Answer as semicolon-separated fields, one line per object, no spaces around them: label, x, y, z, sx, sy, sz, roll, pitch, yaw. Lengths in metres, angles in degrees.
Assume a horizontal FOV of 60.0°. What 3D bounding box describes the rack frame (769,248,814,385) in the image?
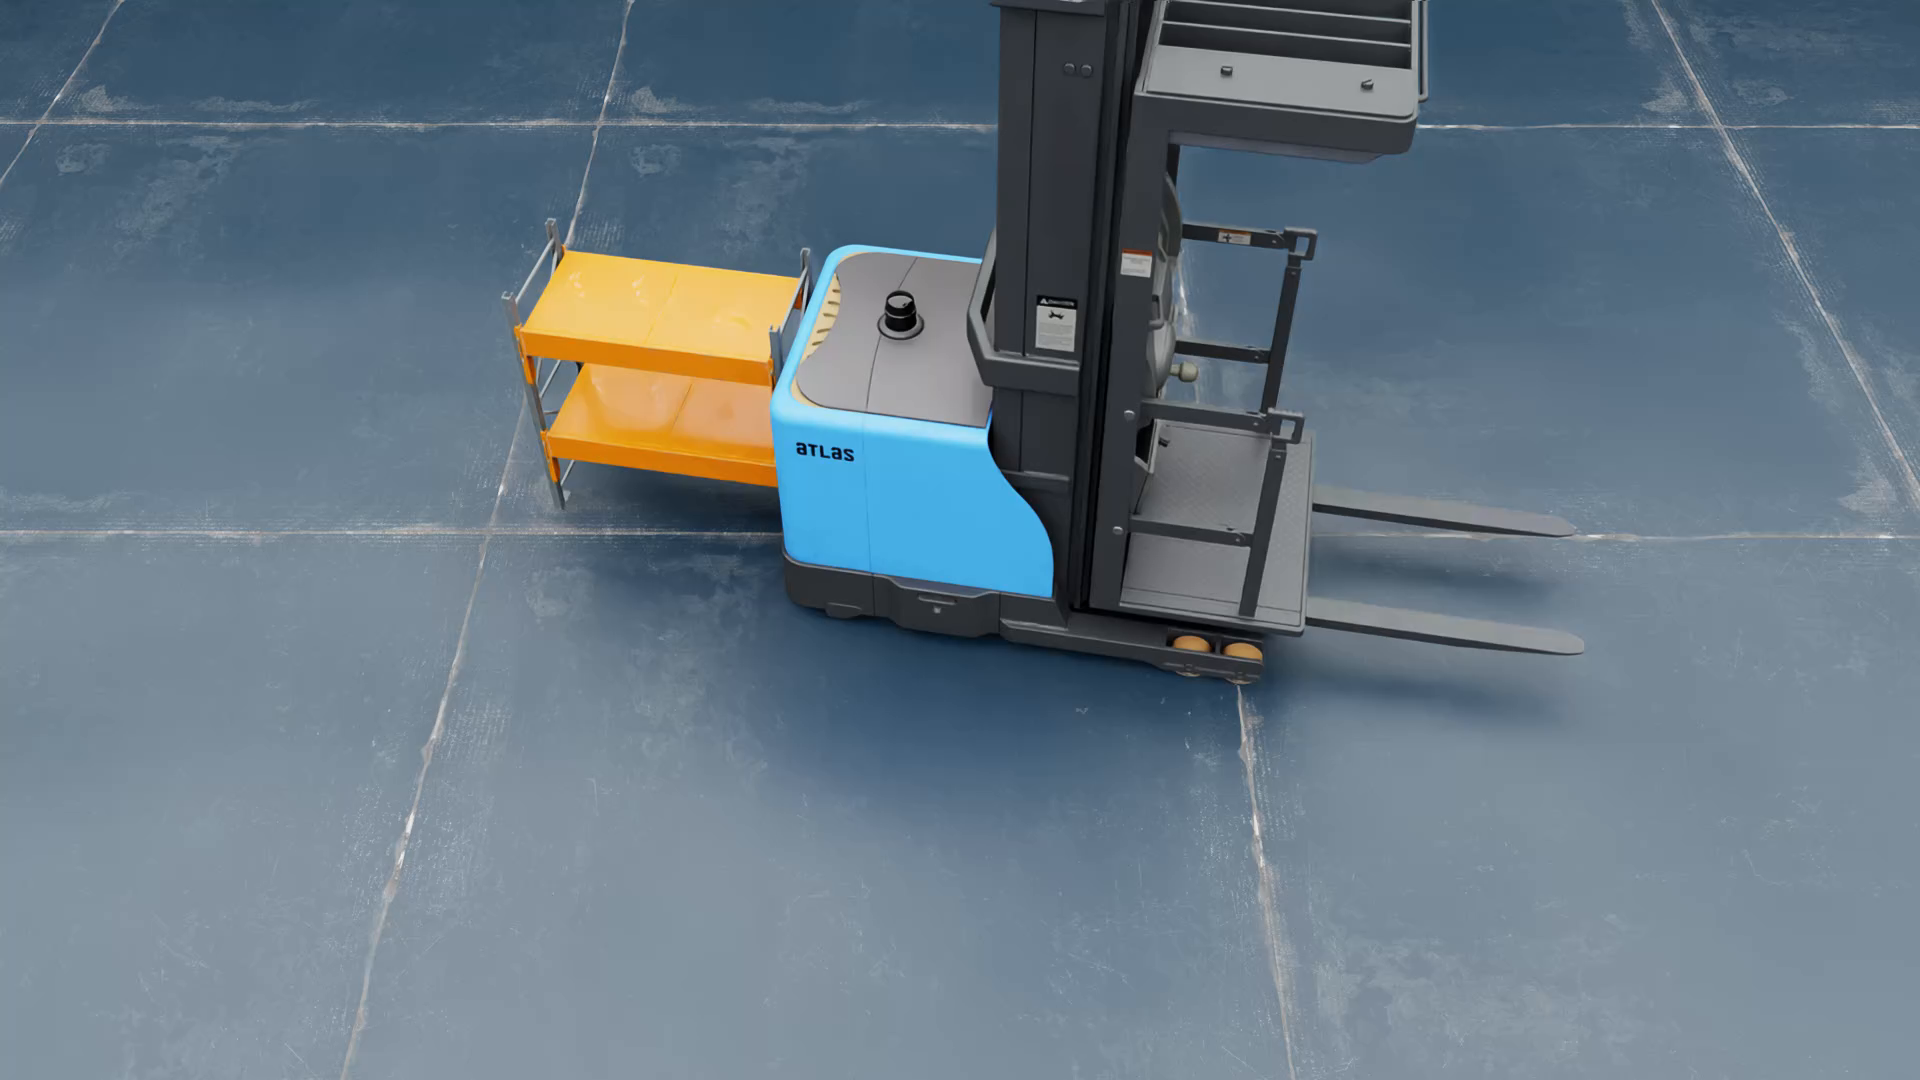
rack frame;-0.630;-0.548;6.572;0.032;1.125;0.500;8;48;7

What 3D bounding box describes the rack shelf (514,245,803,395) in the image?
rack shelf;-1.129;-0.816;6.422;1.000;0.278;0.538;8;48;7

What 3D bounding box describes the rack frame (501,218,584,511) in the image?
rack frame;-1.629;-0.686;6.701;0.032;1.125;0.500;8;48;7

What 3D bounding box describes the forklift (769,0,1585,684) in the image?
forklift;0.882;-0.877;5.644;3.031;2.935;1.130;8;48;7

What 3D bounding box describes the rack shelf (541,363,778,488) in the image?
rack shelf;-1.129;-0.450;6.815;1.000;0.278;0.538;8;48;7

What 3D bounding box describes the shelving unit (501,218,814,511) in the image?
shelving unit;-1.129;-0.617;6.636;1.048;1.125;0.538;8;48;7
